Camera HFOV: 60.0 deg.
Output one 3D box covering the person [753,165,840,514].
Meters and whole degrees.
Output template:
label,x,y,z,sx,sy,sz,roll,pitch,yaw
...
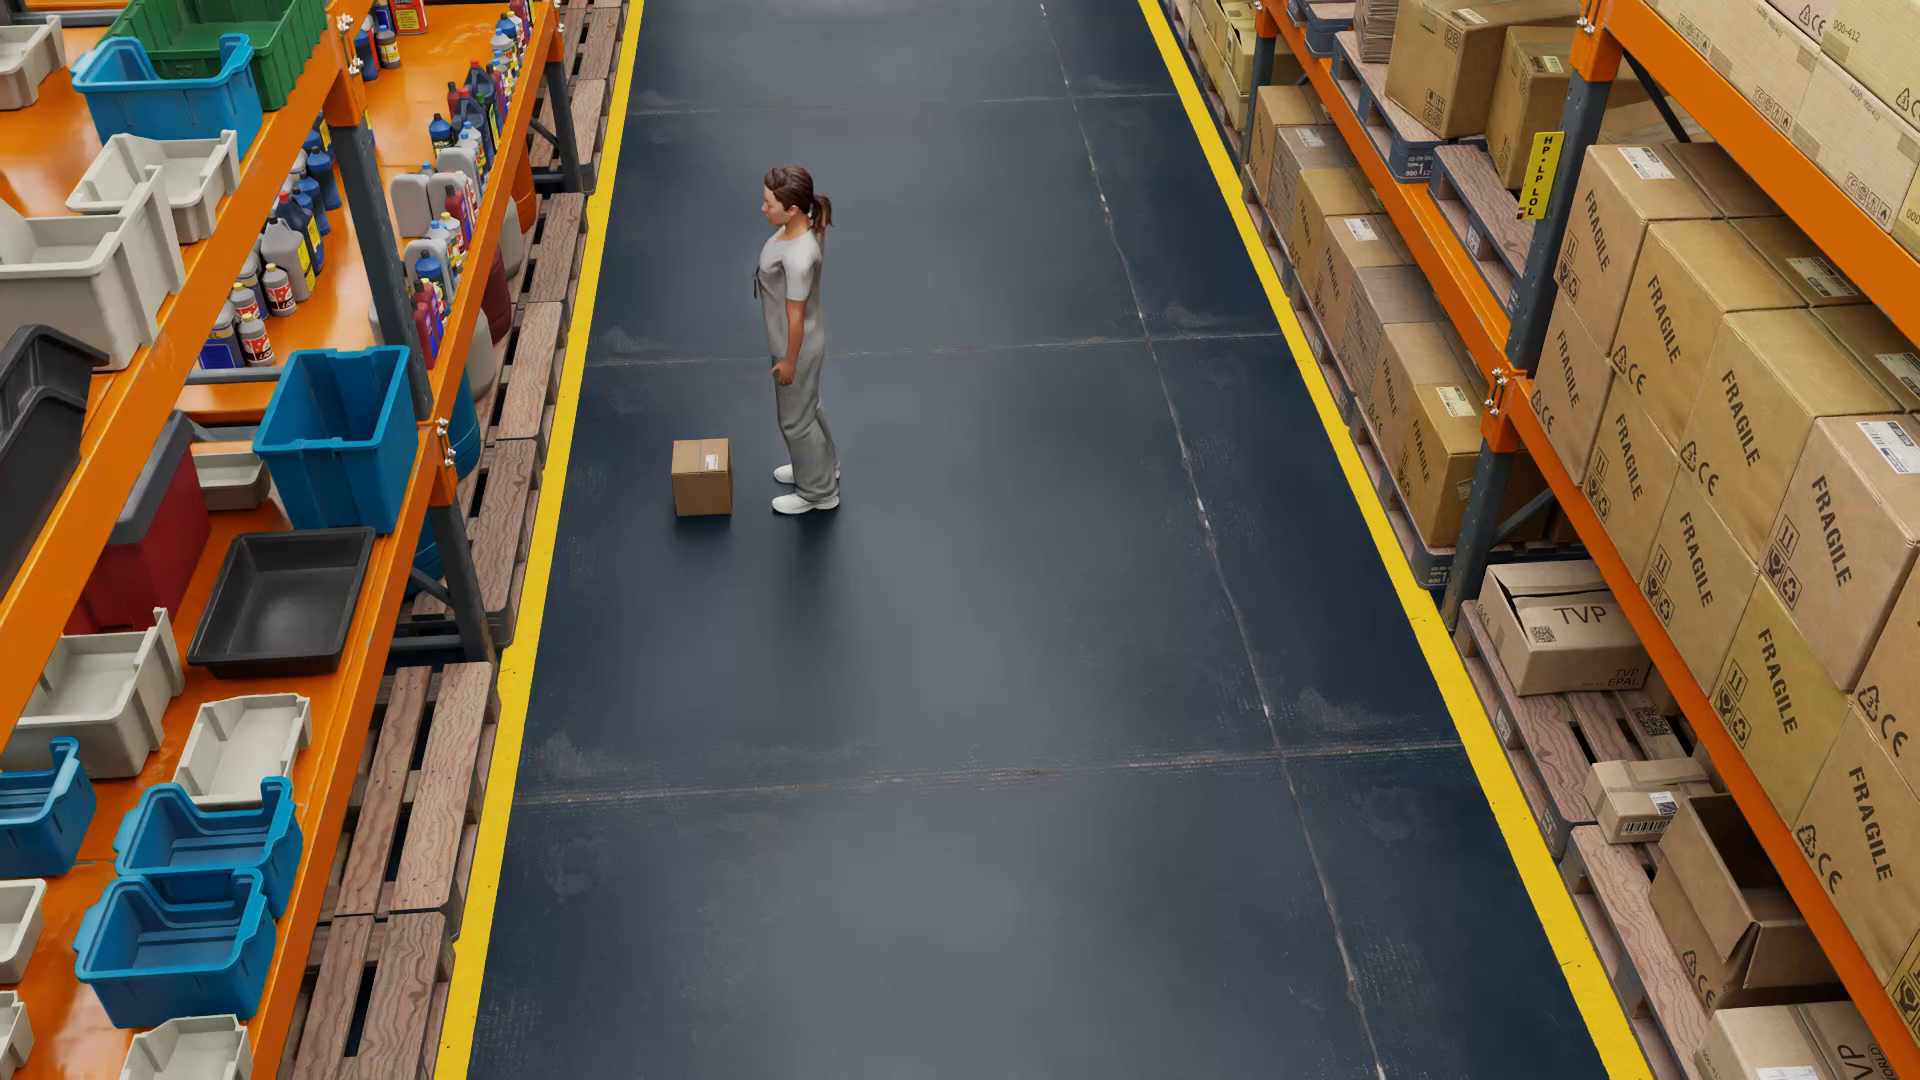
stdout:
label,x,y,z,sx,sy,sz,roll,pitch,yaw
person,-0.691,-0.853,7.207,0.360,1.674,0.438,-2,39,-3
